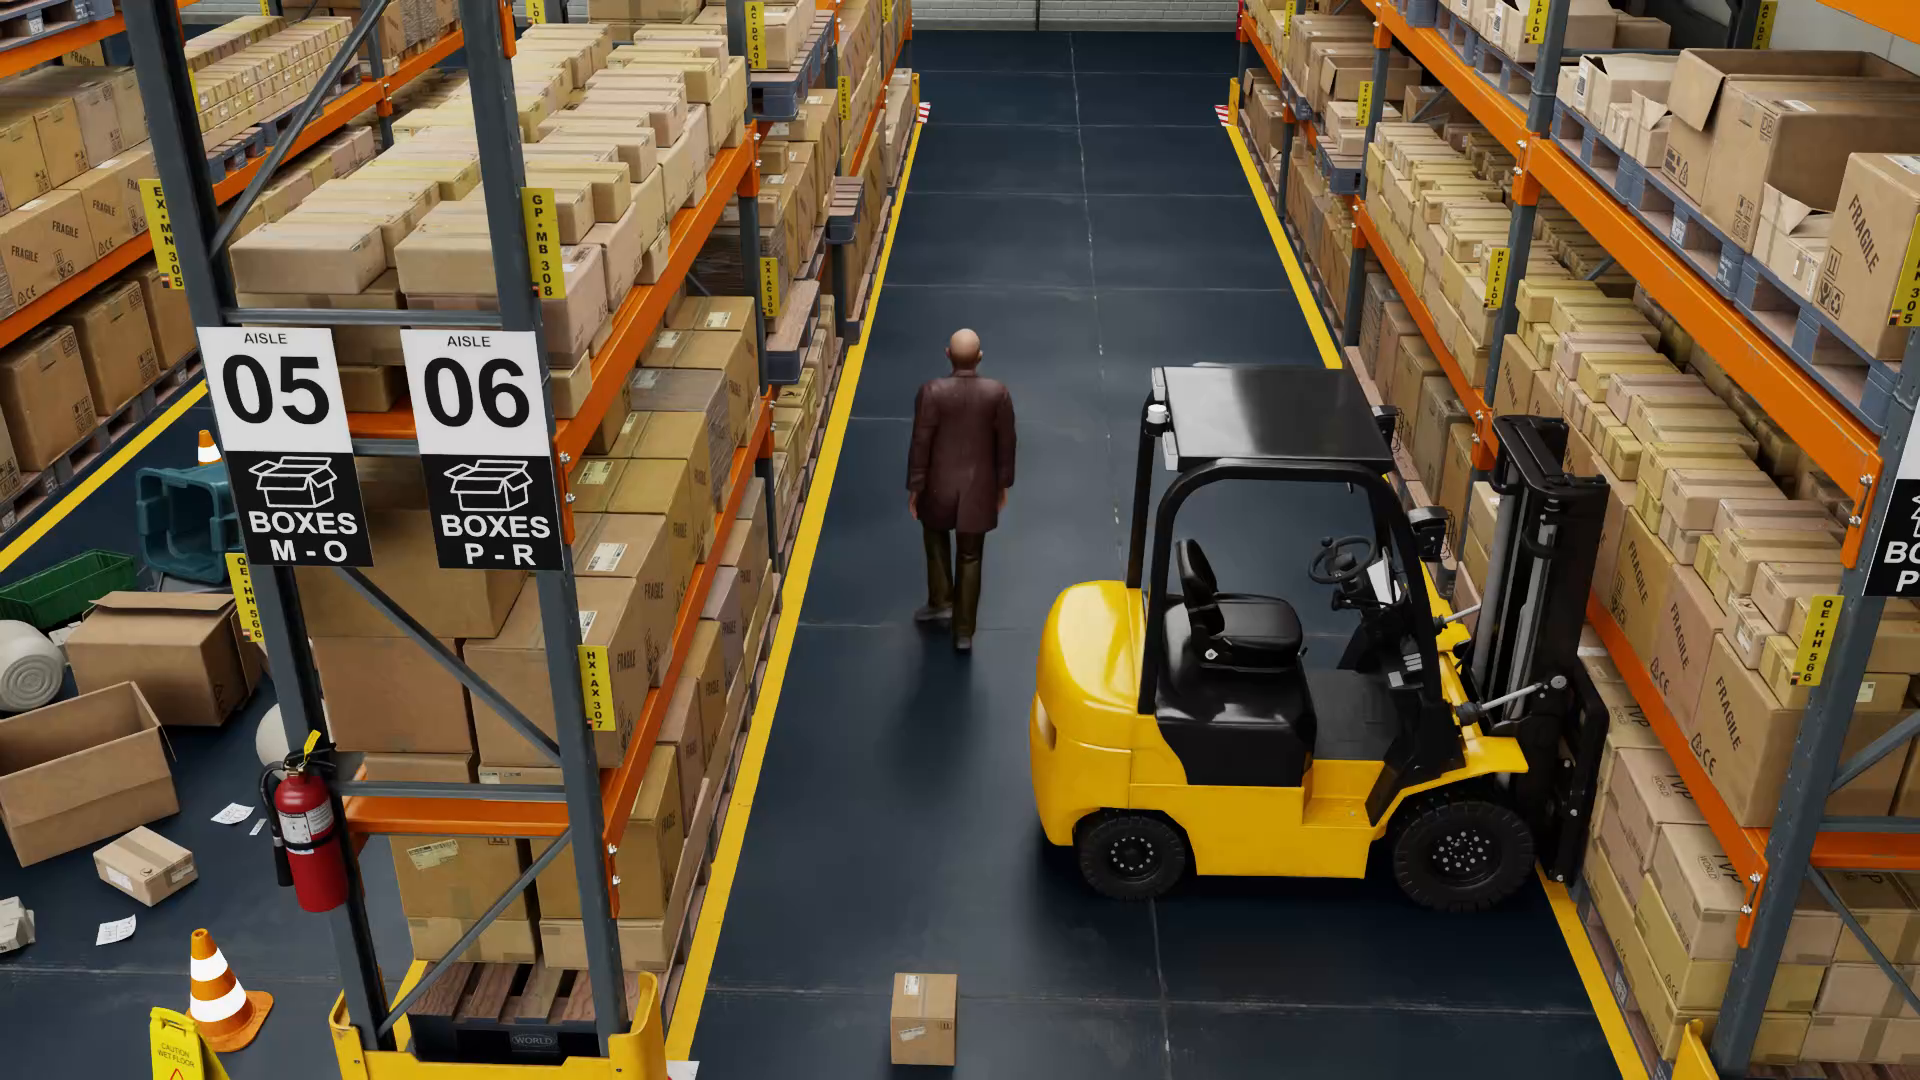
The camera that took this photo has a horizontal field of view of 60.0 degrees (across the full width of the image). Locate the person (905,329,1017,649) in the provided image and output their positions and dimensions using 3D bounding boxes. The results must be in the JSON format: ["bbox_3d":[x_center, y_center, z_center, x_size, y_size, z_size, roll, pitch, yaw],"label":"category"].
[{"bbox_3d":[0.006,-0.260,9.144,0.614,1.811,0.564,-1,28,-2],"label":"person"}]
